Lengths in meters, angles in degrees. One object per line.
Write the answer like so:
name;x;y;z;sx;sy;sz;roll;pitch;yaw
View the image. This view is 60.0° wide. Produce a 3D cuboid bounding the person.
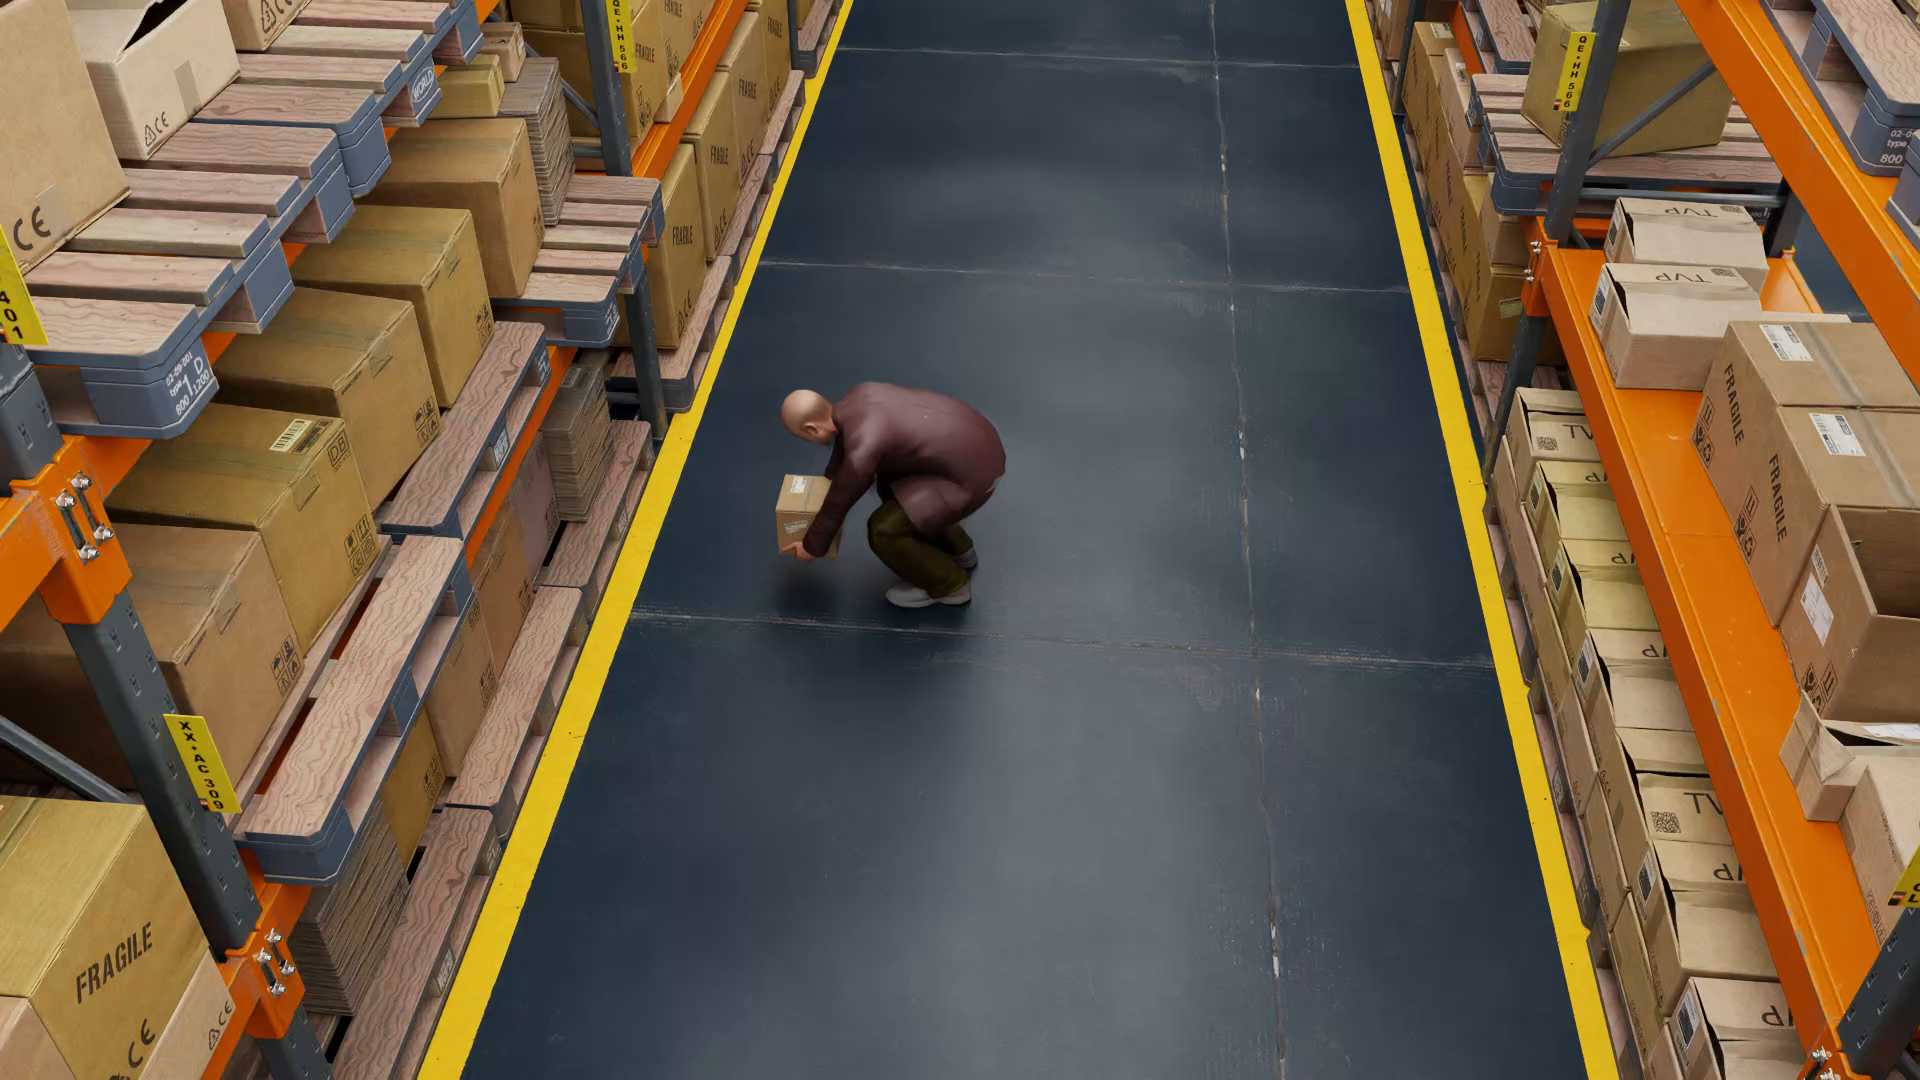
person;-0.282;-0.203;7.052;0.950;0.965;0.592;2;40;2
